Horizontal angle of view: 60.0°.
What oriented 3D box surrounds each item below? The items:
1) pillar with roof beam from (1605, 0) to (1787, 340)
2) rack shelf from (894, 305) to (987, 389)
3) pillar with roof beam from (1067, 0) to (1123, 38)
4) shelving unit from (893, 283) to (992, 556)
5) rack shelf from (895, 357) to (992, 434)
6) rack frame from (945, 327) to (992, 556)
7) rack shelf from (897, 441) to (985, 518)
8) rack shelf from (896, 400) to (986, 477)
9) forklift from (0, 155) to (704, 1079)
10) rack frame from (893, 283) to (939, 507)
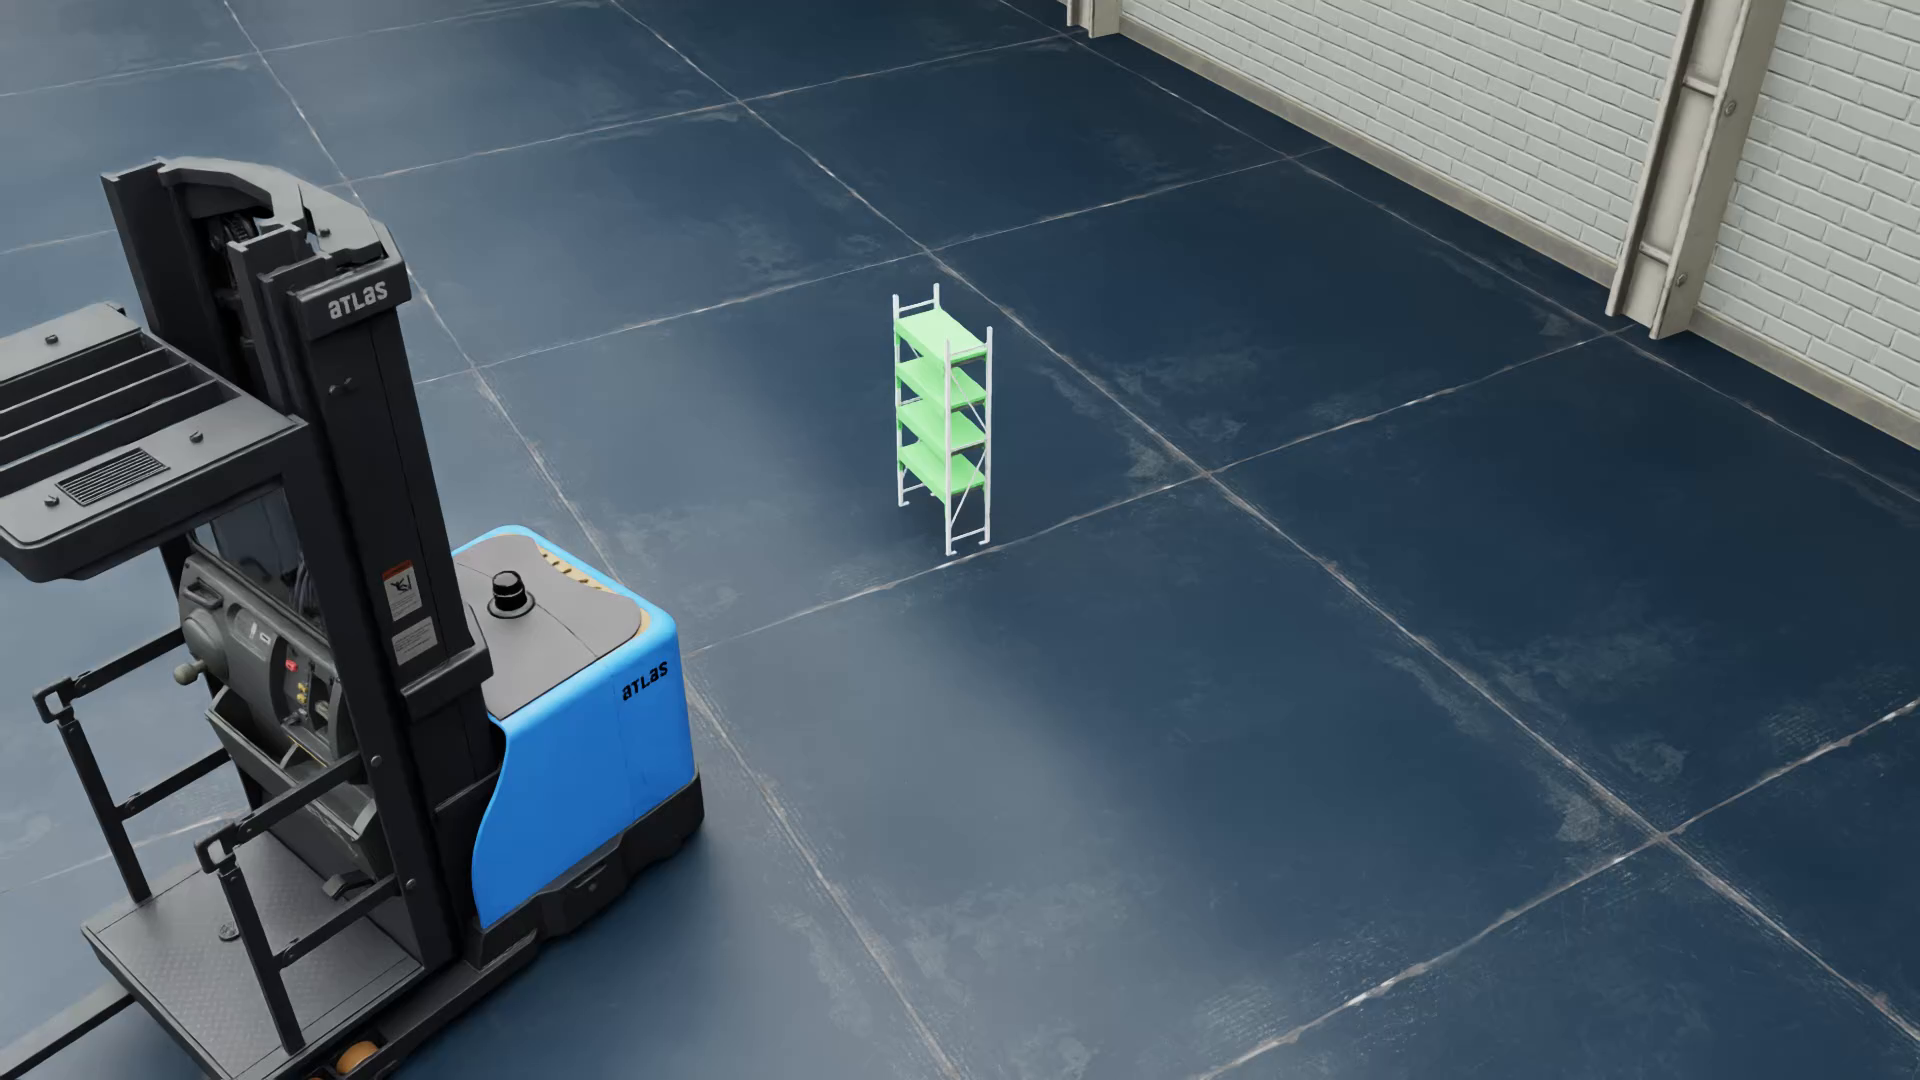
[{"bbox_3d":[0.441,-3.689,5.671,9.100,9.000,0.400,-19,40,-24],"label":"pillar with roof beam"},{"bbox_3d":[-0.083,-0.905,7.766,0.258,0.148,0.480,-19,40,-24],"label":"rack shelf"},{"bbox_3d":[-2.573,-6.749,9.861,9.100,9.000,0.400,-19,40,-24],"label":"pillar with roof beam"},{"bbox_3d":[-0.083,-0.569,8.012,0.258,1.200,0.503,-19,40,-24],"label":"shelving unit"},{"bbox_3d":[-0.083,-0.711,7.908,0.258,0.148,0.480,-19,40,-24],"label":"rack shelf"},{"bbox_3d":[0.039,-0.445,7.841,0.240,1.200,0.015,-19,40,-24],"label":"rack frame"},{"bbox_3d":[-0.083,-0.324,8.191,0.258,0.148,0.480,-19,40,-24],"label":"rack shelf"},{"bbox_3d":[-0.083,-0.517,8.049,0.258,0.148,0.480,-19,40,-24],"label":"rack shelf"},{"bbox_3d":[-2.357,0.445,5.156,1.130,2.935,3.031,27,44,32],"label":"forklift"},{"bbox_3d":[-0.206,-0.693,8.182,0.240,1.200,0.015,-19,40,-24],"label":"rack frame"}]
